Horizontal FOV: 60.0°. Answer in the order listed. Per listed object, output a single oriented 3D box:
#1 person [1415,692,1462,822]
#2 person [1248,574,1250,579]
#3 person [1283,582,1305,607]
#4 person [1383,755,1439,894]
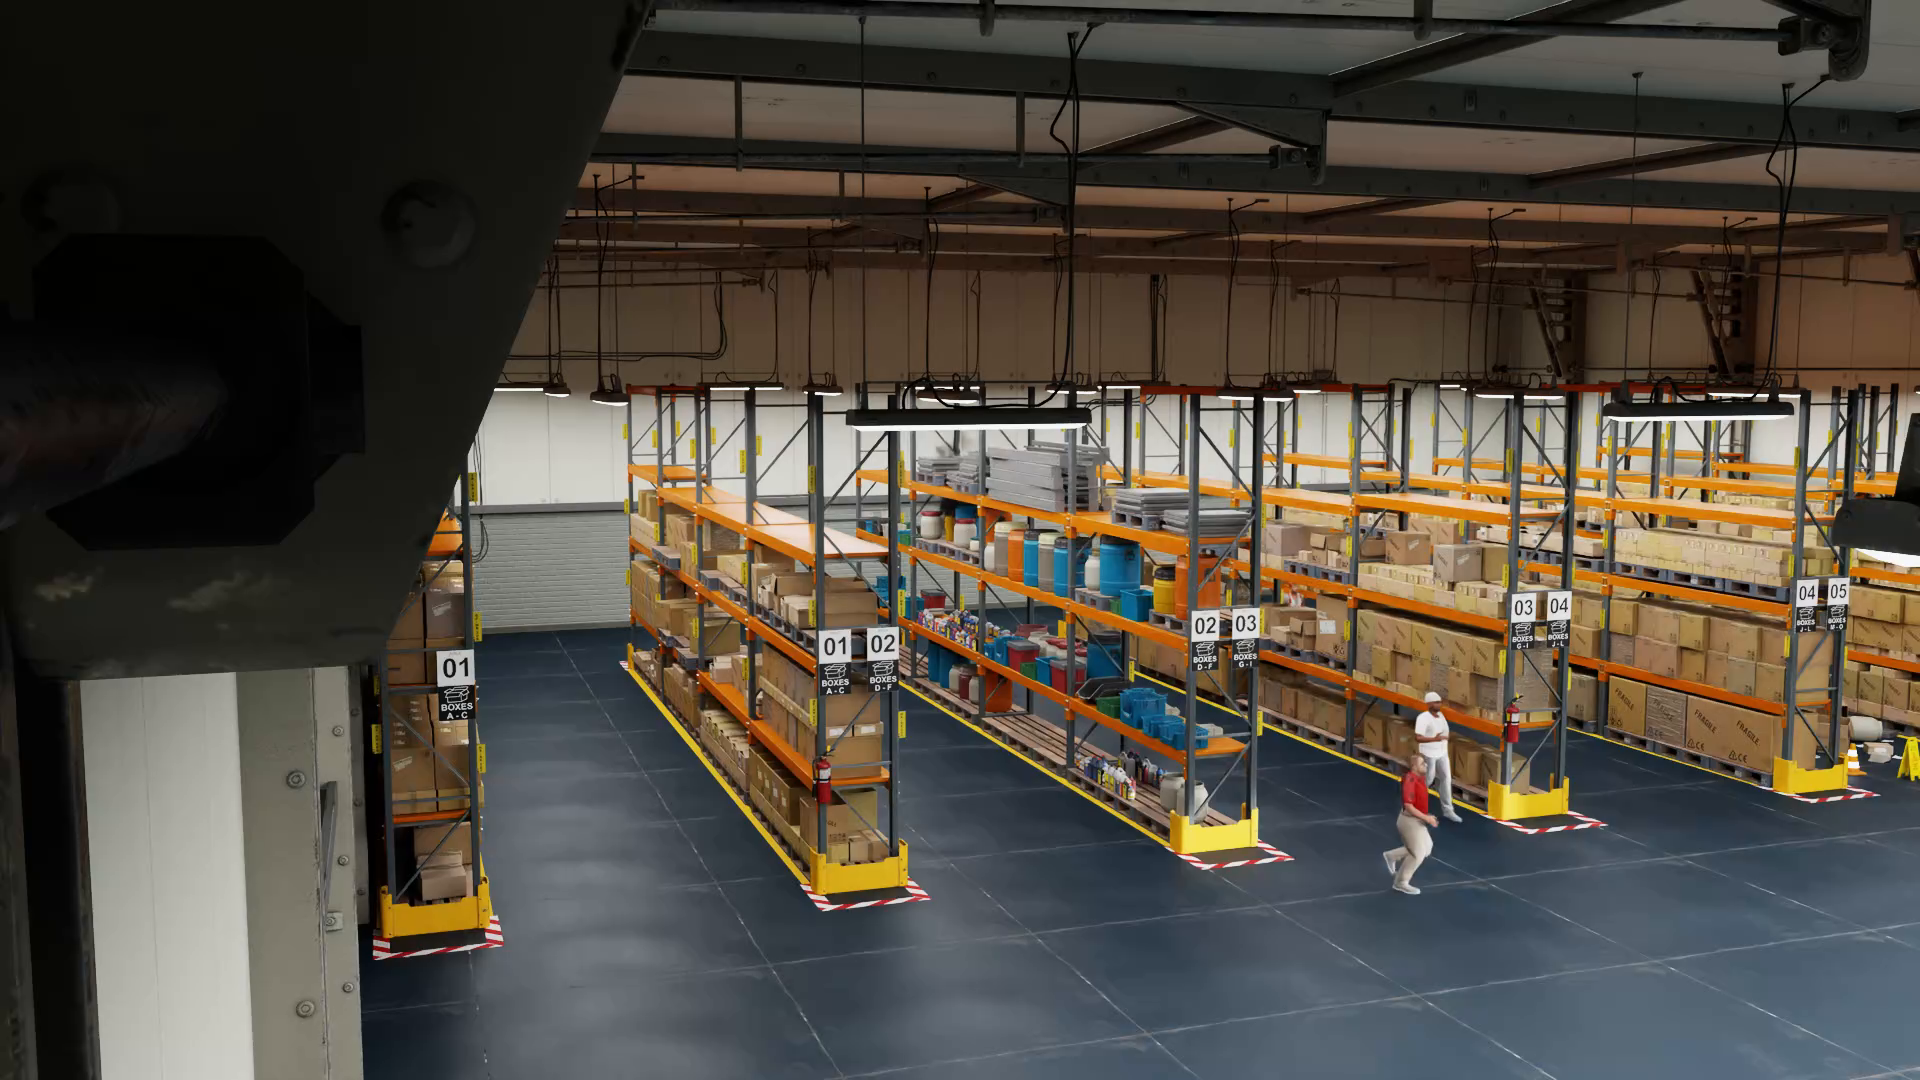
[{"bbox_3d":[6.650,3.011,23.339,0.700,1.762,0.935,-4,7,-34],"label":"person"},{"bbox_3d":[7.379,1.261,41.368,0.732,1.614,0.648,-1,6,-8],"label":"person"},{"bbox_3d":[7.172,1.756,35.910,0.664,1.778,0.874,-2,6,-17],"label":"person"},{"bbox_3d":[5.468,3.425,20.145,0.668,1.691,0.684,2,6,20],"label":"person"}]
